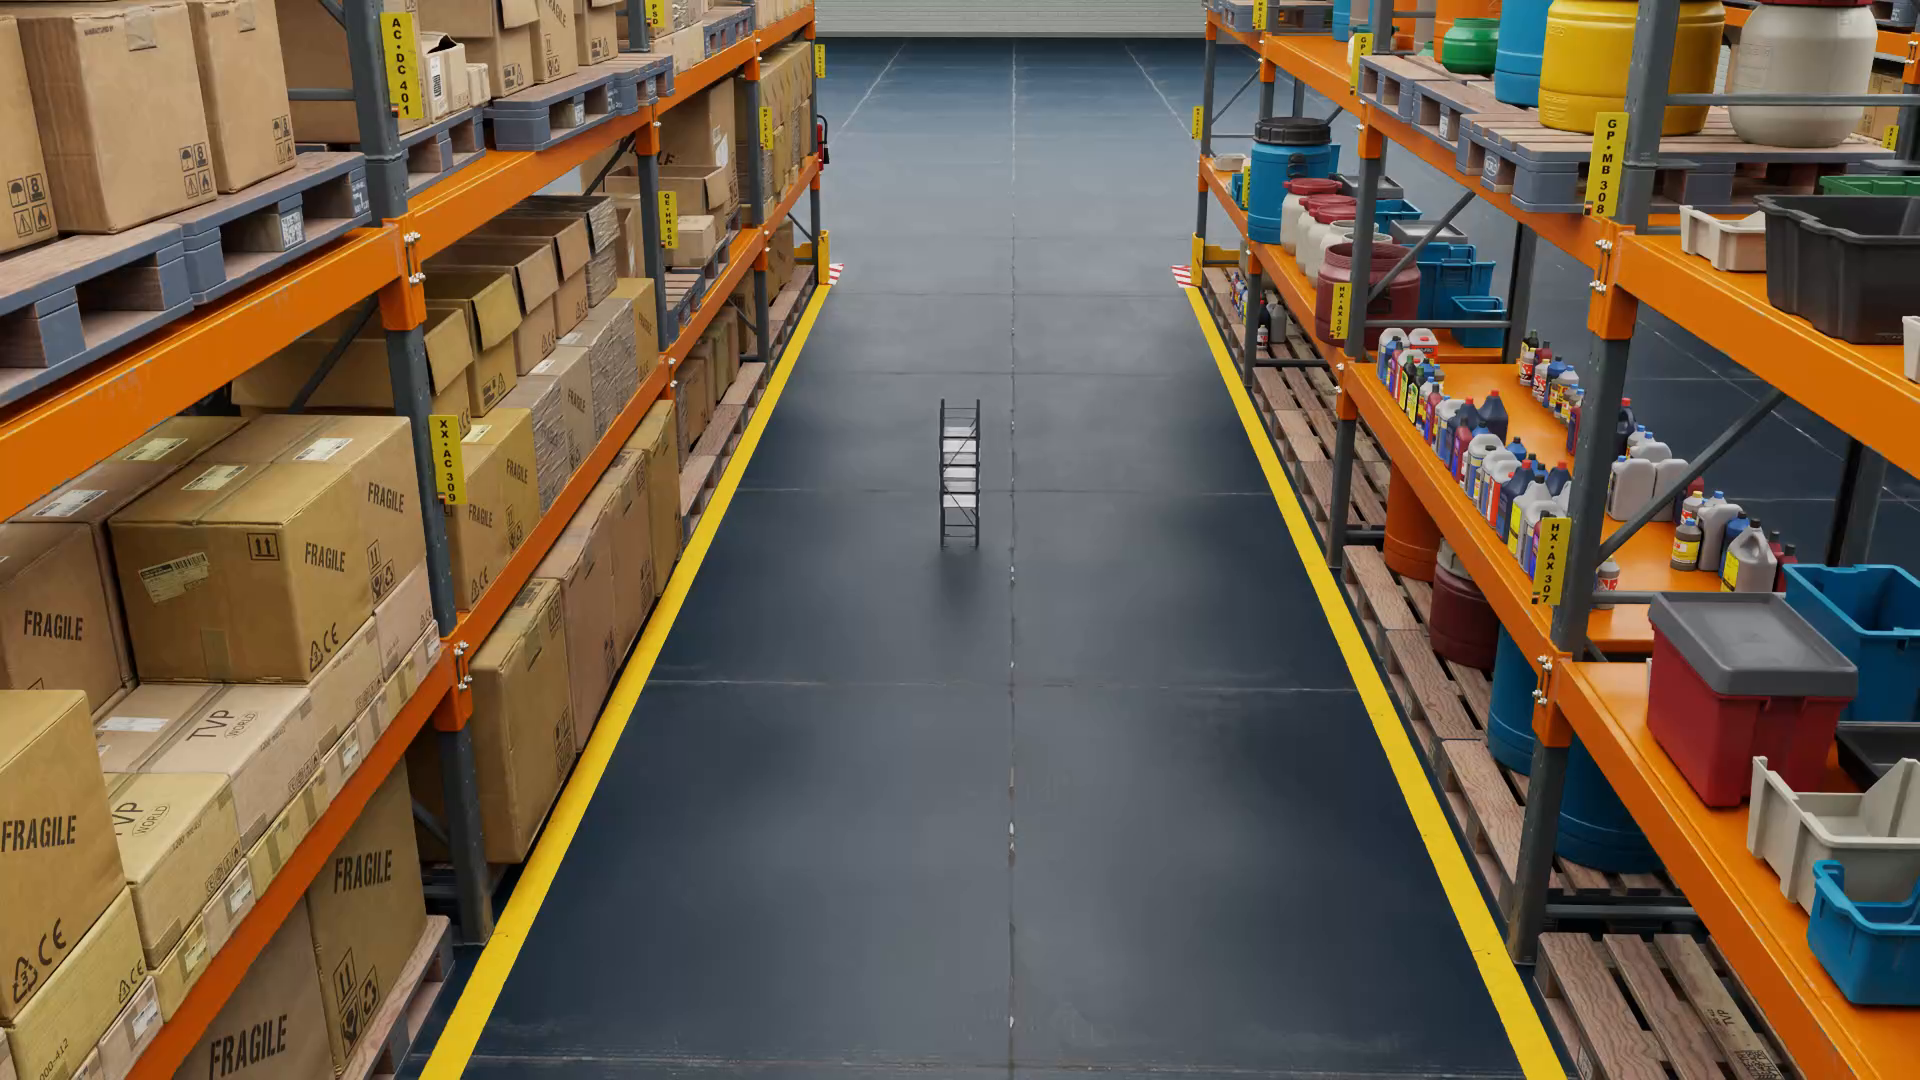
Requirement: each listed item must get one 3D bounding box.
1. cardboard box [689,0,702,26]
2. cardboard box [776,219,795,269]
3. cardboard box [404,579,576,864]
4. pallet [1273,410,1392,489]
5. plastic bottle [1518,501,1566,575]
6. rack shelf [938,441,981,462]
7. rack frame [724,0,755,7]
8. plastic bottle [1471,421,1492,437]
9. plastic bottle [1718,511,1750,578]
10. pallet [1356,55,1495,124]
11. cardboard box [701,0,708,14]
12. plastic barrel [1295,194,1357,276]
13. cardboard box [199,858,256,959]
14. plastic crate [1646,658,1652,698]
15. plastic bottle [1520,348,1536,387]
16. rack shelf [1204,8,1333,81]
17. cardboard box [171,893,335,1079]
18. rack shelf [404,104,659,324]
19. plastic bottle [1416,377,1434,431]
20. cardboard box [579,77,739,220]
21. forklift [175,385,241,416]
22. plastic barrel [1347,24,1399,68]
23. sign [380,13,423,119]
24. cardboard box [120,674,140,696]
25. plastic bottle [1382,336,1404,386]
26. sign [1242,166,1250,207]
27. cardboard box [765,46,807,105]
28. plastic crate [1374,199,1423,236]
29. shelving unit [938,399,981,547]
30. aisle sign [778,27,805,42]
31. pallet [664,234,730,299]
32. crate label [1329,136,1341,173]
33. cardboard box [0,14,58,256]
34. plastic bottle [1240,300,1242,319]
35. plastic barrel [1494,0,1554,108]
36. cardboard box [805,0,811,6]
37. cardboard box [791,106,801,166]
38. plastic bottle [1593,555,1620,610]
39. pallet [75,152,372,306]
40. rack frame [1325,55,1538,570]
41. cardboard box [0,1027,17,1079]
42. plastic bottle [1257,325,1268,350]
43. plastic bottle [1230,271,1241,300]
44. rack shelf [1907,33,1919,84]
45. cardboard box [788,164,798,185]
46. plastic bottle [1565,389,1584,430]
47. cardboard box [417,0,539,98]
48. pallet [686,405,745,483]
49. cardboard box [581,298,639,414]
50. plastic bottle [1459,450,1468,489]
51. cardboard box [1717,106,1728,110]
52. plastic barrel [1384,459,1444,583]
[{"bbox_3d":[-1.917,-3.500,10.425,0.500,0.500,0.500,0,21,0],"label":"cardboard box"},{"bbox_3d":[-2.009,-2.986,16.954,0.500,0.500,0.500,5,22,12],"label":"cardboard box"},{"bbox_3d":[-2.338,0.720,6.882,1.225,0.875,0.875,1,21,2],"label":"cardboard box"},{"bbox_3d":[2.837,-0.654,11.923,1.003,0.211,1.213,1,21,2],"label":"pallet"},{"bbox_3d":[2.313,-0.009,6.576,0.152,0.276,0.135,1,21,2],"label":"plastic bottle"},{"bbox_3d":[0.000,-0.553,10.306,0.258,0.077,0.200,1,21,2],"label":"rack shelf"},{"bbox_3d":[-2.095,-5.532,12.347,1.000,3.000,0.127,1,21,2],"label":"rack frame"},{"bbox_3d":[2.380,-0.411,7.620,0.097,0.271,0.097,0,21,0],"label":"plastic bottle"},{"bbox_3d":[3.043,0.018,6.513,0.097,0.271,0.097,0,21,0],"label":"plastic bottle"},{"bbox_3d":[2.613,-2.269,8.346,1.003,0.211,1.213,1,21,2],"label":"pallet"},{"bbox_3d":[-2.023,-3.926,11.959,0.396,0.266,0.258,1,21,4],"label":"cardboard box"},{"bbox_3d":[2.585,-2.135,11.698,0.433,0.535,0.433,0,21,0],"label":"plastic barrel"},{"bbox_3d":[-2.067,0.945,4.294,0.380,0.149,0.250,1,21,3],"label":"cardboard box"},{"bbox_3d":[2.456,0.473,5.444,0.396,0.136,0.243,1,21,2],"label":"plastic crate"},{"bbox_3d":[3.127,-0.950,9.104,0.097,0.201,0.097,0,21,0],"label":"plastic bottle"},{"bbox_3d":[2.917,-4.467,14.743,1.077,0.370,4.000,1,21,2],"label":"rack shelf"},{"bbox_3d":[-2.465,1.515,4.834,0.875,0.875,0.875,1,21,2],"label":"cardboard box"},{"bbox_3d":[-2.277,-1.629,7.428,1.077,0.370,4.000,1,21,2],"label":"rack shelf"},{"bbox_3d":[2.342,-0.681,8.316,0.097,0.271,0.097,0,21,0],"label":"plastic bottle"},{"bbox_3d":[-2.259,-2.925,12.511,1.000,1.000,1.000,1,21,2],"label":"cardboard box"},{"bbox_3d":[-4.948,-1.314,9.863,1.130,2.935,3.031,14,25,32],"label":"forklift"},{"bbox_3d":[2.540,-3.031,10.238,0.301,0.262,0.301,0,21,0],"label":"plastic barrel"},{"bbox_3d":[-1.783,-1.514,5.312,0.100,0.325,0.005,1,21,2],"label":"sign"},{"bbox_3d":[-2.634,0.435,5.057,0.500,0.250,0.500,1,21,1],"label":"cardboard box"},{"bbox_3d":[2.367,-0.980,9.086,0.097,0.271,0.097,0,21,0],"label":"plastic bottle"},{"bbox_3d":[2.307,-2.820,13.267,0.100,0.325,0.005,1,21,2],"label":"sign"},{"bbox_3d":[-1.752,-4.451,15.921,0.500,0.500,0.500,1,21,2],"label":"cardboard box"},{"bbox_3d":[3.133,-2.271,12.258,0.392,0.384,0.575,1,21,2],"label":"plastic crate"},{"bbox_3d":[0.000,-0.417,10.359,0.258,0.900,0.210,1,21,2],"label":"shelving unit"},{"bbox_3d":[-1.671,-5.413,16.738,0.394,0.787,0.004,1,21,2],"label":"aisle sign"},{"bbox_3d":[-2.197,-1.916,11.585,1.003,0.211,1.213,1,21,2],"label":"pallet"},{"bbox_3d":[3.192,-3.475,15.290,0.502,0.435,0.616,1,21,2],"label":"crate label"},{"bbox_3d":[-2.480,-0.865,3.607,0.700,0.500,0.500,2,21,4],"label":"cardboard box"},{"bbox_3d":[2.588,-2.105,15.068,0.097,0.201,0.097,0,21,0],"label":"plastic bottle"},{"bbox_3d":[2.512,-2.235,6.722,0.600,0.901,0.708,1,21,2],"label":"plastic barrel"},{"bbox_3d":[-1.734,-5.333,16.187,0.500,0.250,0.500,1,21,3],"label":"cardboard box"},{"bbox_3d":[-1.971,-3.806,15.642,0.875,0.500,0.500,1,21,2],"label":"cardboard box"},{"bbox_3d":[2.427,0.153,6.263,0.097,0.201,0.097,0,21,0],"label":"plastic bottle"},{"bbox_3d":[-2.373,-0.904,4.688,1.003,0.211,1.213,1,21,2],"label":"pallet"},{"bbox_3d":[2.734,-1.235,9.564,1.000,3.000,0.127,1,21,2],"label":"rack frame"},{"bbox_3d":[-2.166,1.176,3.147,0.500,0.250,0.500,0,21,1],"label":"cardboard box"},{"bbox_3d":[2.556,-1.716,14.065,0.097,0.201,0.097,0,21,0],"label":"plastic bottle"},{"bbox_3d":[2.611,-2.408,15.752,0.097,0.271,0.097,0,21,0],"label":"plastic bottle"},{"bbox_3d":[7.746,-2.965,10.871,1.077,0.370,4.000,1,21,2],"label":"rack shelf"},{"bbox_3d":[-1.716,-3.416,15.533,0.380,0.149,0.250,1,21,2],"label":"cardboard box"},{"bbox_3d":[3.102,-0.655,8.345,0.097,0.201,0.097,0,21,0],"label":"plastic bottle"},{"bbox_3d":[-2.257,-2.193,7.163,0.797,0.503,0.637,0,21,1],"label":"cardboard box"},{"bbox_3d":[-2.151,-0.712,12.071,1.003,0.211,1.213,1,21,2],"label":"pallet"},{"bbox_3d":[-2.005,-0.974,8.755,0.500,0.500,0.500,0,21,1],"label":"cardboard box"},{"bbox_3d":[2.315,-0.331,7.510,0.097,0.201,0.097,0,21,0],"label":"plastic bottle"},{"bbox_3d":[7.702,-4.281,16.380,0.380,0.149,0.250,0,21,1],"label":"cardboard box"},{"bbox_3d":[2.737,-0.242,9.424,0.600,0.830,0.708,1,21,2],"label":"plastic barrel"}]
